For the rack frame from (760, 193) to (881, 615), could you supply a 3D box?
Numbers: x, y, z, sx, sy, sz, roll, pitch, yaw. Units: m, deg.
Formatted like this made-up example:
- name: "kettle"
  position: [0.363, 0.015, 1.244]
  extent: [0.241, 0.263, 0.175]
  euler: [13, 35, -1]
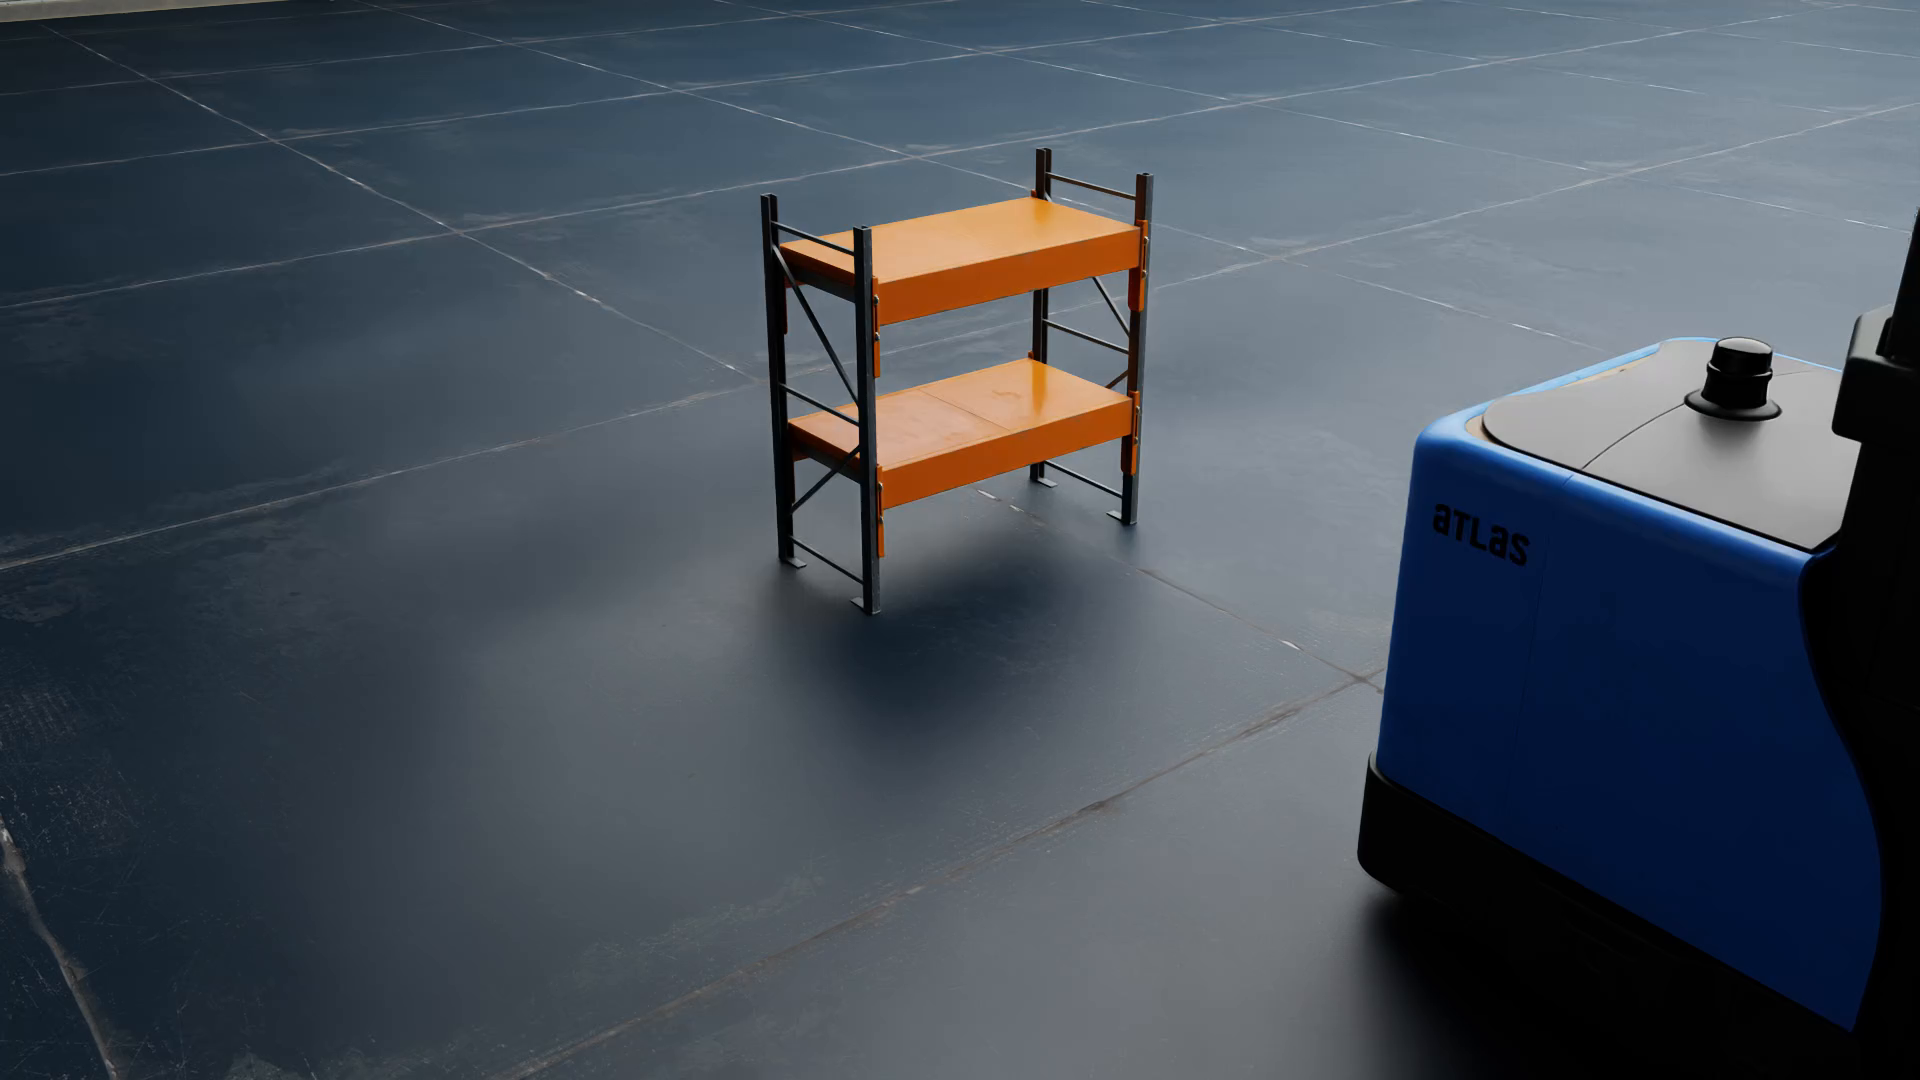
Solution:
- name: "rack frame"
  position: [-0.395, -0.380, 4.732]
  extent: [0.032, 1.125, 0.500]
  euler: [-18, 31, -34]

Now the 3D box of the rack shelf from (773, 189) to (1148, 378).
- name: "rack shelf"
  position: [0.005, -0.777, 4.894]
  extent: [1.000, 0.278, 0.538]
  euler: [-18, 31, -34]

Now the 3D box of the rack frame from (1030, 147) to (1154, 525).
- name: "rack frame"
  position: [0.405, -0.644, 5.302]
  extent: [0.032, 1.125, 0.500]
  euler: [-18, 31, -34]

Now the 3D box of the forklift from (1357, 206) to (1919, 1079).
- name: "forklift"
  position: [2.157, -0.211, 2.224]
  extent: [1.130, 2.935, 3.031]
  euler: [-18, 30, -34]

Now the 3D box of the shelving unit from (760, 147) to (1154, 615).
- name: "shelving unit"
  position: [0.005, -0.512, 5.017]
  extent: [1.048, 1.125, 0.538]
  euler: [-18, 31, -34]

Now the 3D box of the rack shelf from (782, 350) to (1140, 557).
- name: "rack shelf"
  position: [0.005, -0.290, 5.120]
  extent: [1.000, 0.278, 0.538]
  euler: [-18, 31, -34]
